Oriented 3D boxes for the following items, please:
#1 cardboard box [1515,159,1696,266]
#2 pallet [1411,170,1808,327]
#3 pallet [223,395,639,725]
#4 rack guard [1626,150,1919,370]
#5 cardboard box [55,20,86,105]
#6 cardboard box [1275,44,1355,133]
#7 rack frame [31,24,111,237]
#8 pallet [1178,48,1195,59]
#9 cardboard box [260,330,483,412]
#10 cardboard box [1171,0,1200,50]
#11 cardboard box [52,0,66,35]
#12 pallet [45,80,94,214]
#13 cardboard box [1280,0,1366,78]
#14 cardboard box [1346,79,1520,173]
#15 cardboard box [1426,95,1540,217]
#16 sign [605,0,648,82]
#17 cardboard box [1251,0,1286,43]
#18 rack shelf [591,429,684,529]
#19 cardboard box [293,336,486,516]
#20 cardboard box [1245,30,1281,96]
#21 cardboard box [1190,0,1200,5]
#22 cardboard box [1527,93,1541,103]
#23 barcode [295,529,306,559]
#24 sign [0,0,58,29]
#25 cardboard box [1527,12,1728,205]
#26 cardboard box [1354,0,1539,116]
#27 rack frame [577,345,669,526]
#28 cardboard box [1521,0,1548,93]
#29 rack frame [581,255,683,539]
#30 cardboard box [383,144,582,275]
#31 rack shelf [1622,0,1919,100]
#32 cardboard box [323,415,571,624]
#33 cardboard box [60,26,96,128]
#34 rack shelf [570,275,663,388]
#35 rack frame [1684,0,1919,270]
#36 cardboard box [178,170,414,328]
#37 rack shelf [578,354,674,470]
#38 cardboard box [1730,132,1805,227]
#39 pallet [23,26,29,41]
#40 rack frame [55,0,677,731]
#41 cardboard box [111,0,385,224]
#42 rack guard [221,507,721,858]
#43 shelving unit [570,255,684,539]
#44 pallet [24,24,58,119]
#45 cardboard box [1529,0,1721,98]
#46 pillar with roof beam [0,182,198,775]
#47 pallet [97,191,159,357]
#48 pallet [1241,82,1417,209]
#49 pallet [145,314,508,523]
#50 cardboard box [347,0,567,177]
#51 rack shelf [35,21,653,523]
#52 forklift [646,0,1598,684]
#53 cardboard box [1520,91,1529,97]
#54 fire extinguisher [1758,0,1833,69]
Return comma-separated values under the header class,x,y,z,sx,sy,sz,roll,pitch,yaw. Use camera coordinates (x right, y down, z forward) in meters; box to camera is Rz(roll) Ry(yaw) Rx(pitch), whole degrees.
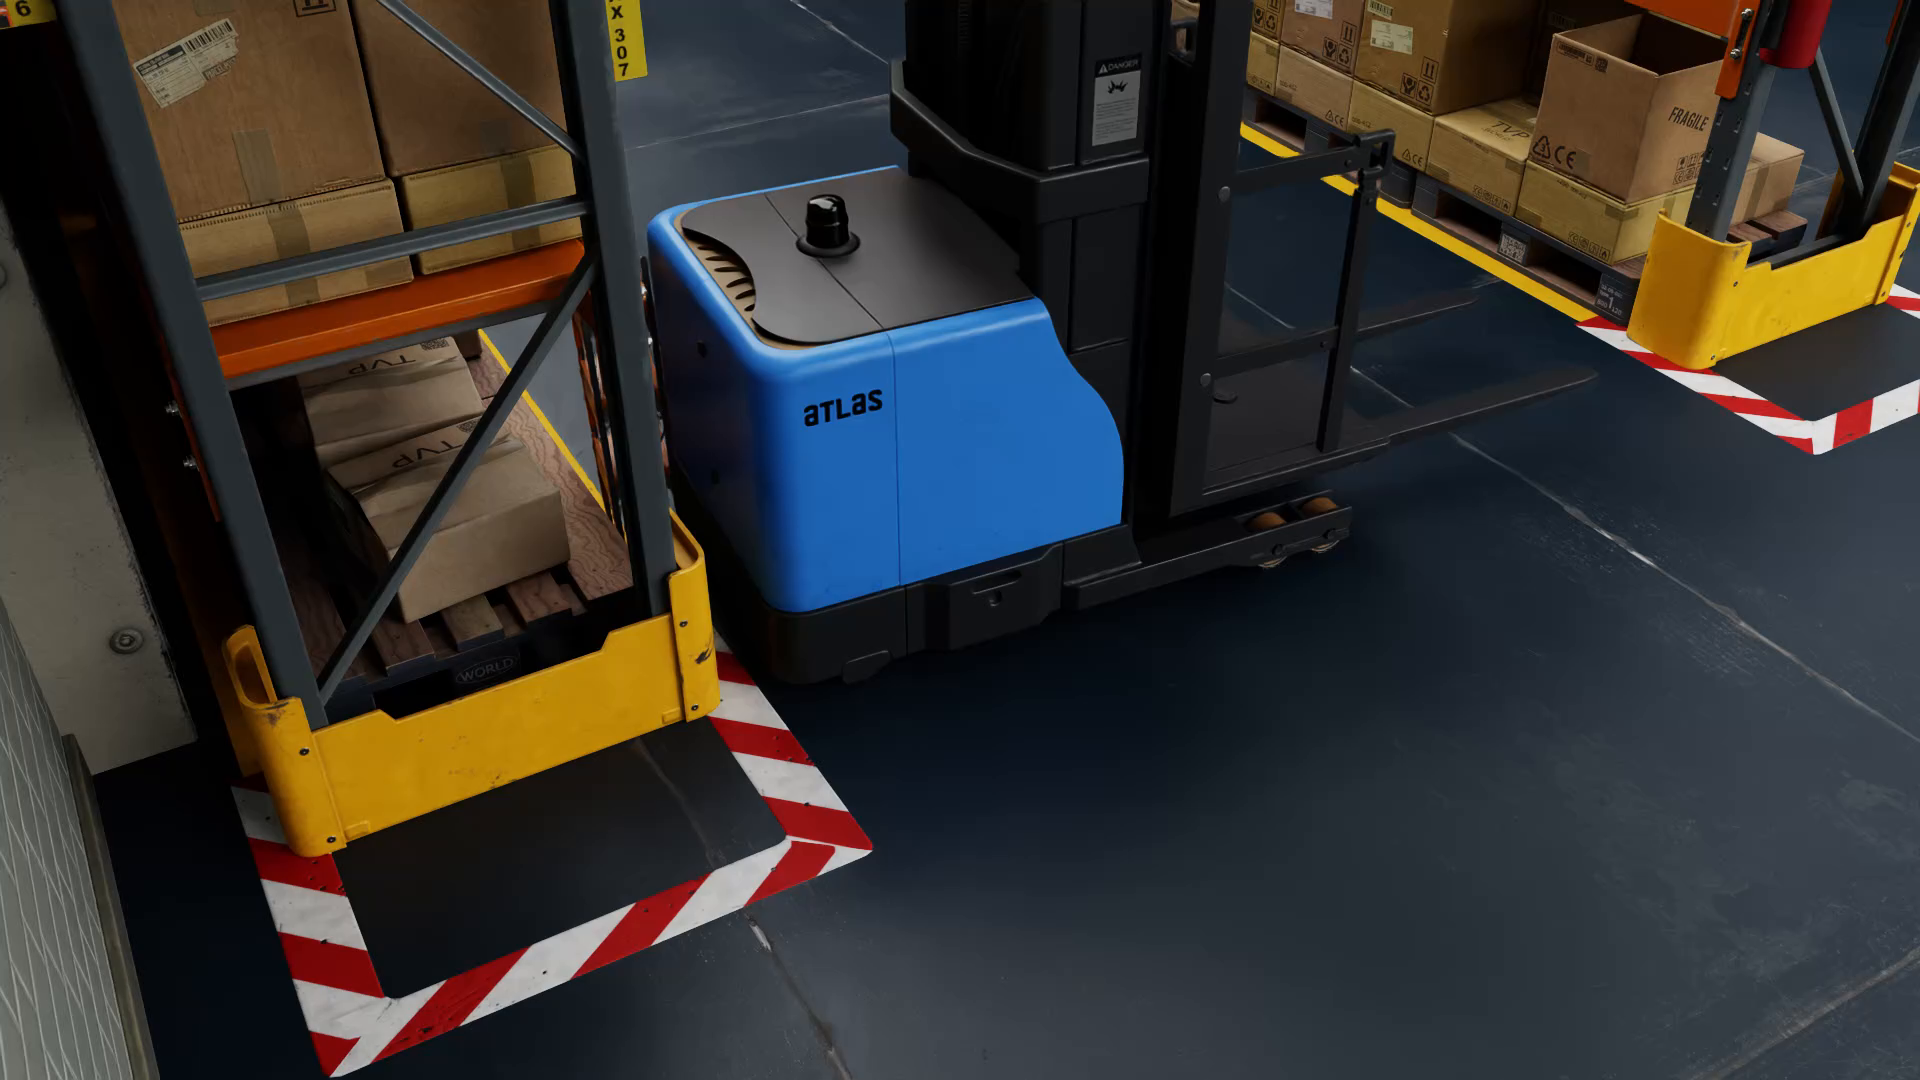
class,x,y,z,sx,sy,sz,roll,pitch,yaw
cardboard box,2.559,-1.339,6.516,0.500,0.250,0.500,-19,40,-24
pallet,2.664,-1.346,6.913,1.003,0.211,1.213,-19,40,-24
pallet,-1.613,0.038,5.019,1.003,0.211,1.213,-19,40,-24
rack guard,3.096,-1.072,6.295,1.175,0.500,0.348,-19,40,-24
cardboard box,-2.382,-1.526,4.907,0.500,0.250,0.500,-18,40,-23
cardboard box,1.795,-2.101,7.558,0.500,0.250,0.500,-19,40,-24
rack frame,-3.207,-2.664,6.355,1.000,3.000,0.127,-19,40,-24
pallet,1.438,-2.590,8.617,1.003,0.211,1.213,-19,40,-24
cardboard box,-2.079,-0.852,5.619,0.700,0.500,0.500,-22,41,-27
cardboard box,1.292,-2.610,8.256,0.500,0.250,0.500,-19,40,-24
cardboard box,-2.126,-1.574,4.336,0.500,0.500,0.500,-20,41,-25
pallet,-3.599,-1.935,7.720,1.003,0.211,1.213,-19,40,-24
cardboard box,1.792,-2.402,7.336,0.500,0.500,0.500,-19,40,-24
cardboard box,2.045,-1.845,7.208,0.500,0.250,0.500,-19,40,-24
cardboard box,2.298,-1.591,6.860,0.500,0.250,0.500,-19,40,-24
sign,-0.728,-1.135,3.527,0.100,0.325,0.005,-19,40,-24
cardboard box,1.539,-2.657,7.684,0.500,0.500,0.500,-19,40,-24
rack shelf,-0.985,-0.180,5.086,0.215,0.259,0.240,-13,40,-16
cardboard box,-1.753,-0.386,5.143,0.500,0.311,0.500,-16,39,-20
cardboard box,1.539,-2.354,7.905,0.500,0.250,0.500,-19,40,-24
cardboard box,1.295,-2.914,8.036,0.500,0.500,0.500,-19,40,-24
cardboard box,2.753,-1.747,7.073,0.500,0.250,0.500,-19,40,-24
barcode,-1.822,0.010,4.592,0.001,0.075,0.075,-19,40,-24
sign,-1.687,-1.065,2.916,0.100,0.325,0.005,-19,40,-24
cardboard box,2.557,-1.641,6.294,0.500,0.500,0.500,-19,40,-24
cardboard box,2.042,-2.147,6.986,0.500,0.500,0.500,-19,40,-24
rack frame,-1.030,-0.477,4.998,0.200,1.050,0.008,-13,40,-16
cardboard box,2.492,-2.301,7.197,0.500,0.500,0.500,-19,40,-24
rack frame,-0.943,-0.337,4.818,0.200,1.050,0.008,-13,40,-16
cardboard box,-1.168,-0.915,4.070,0.500,0.250,0.500,-20,41,-25
rack shelf,2.079,-2.824,7.183,1.077,0.370,4.000,-19,40,-24
cardboard box,-1.467,-0.096,4.745,0.500,0.311,0.500,-24,42,-29
cardboard box,-2.126,-1.269,4.555,0.500,0.250,0.500,-19,40,-24
rack shelf,-0.988,-0.622,4.740,0.215,0.259,0.240,-13,40,-16
rack frame,3.084,-2.094,5.574,1.000,3.000,0.127,-19,40,-24
cardboard box,-1.600,-0.753,3.848,0.500,0.250,0.500,-18,40,-23
rack shelf,-0.987,-0.399,4.915,0.215,0.259,0.240,-13,40,-16
cardboard box,3.007,-1.493,6.726,0.500,0.250,0.500,-19,40,-24
pallet,-4.825,-3.179,9.424,1.003,0.211,1.213,-19,40,-24
rack frame,-1.197,-0.624,3.562,1.000,3.000,0.127,-19,40,-24
cardboard box,-1.618,-1.052,3.622,0.500,0.500,0.500,-19,40,-24
rack guard,-1.235,0.346,4.352,1.175,0.500,0.348,-19,40,-24
shelving unit,-0.987,-0.407,4.908,0.215,1.050,0.252,-13,40,-16
pallet,-4.216,-2.558,8.573,1.003,0.211,1.213,-19,40,-24
cardboard box,2.754,-2.050,6.853,0.500,0.500,0.500,-19,40,-24
pillar with roof beam,1.426,-4.423,3.677,9.100,9.000,0.400,-19,40,-24
pallet,-2.839,-1.206,6.722,1.003,0.211,1.213,-19,40,-24
pallet,2.055,-1.967,7.764,1.003,0.211,1.213,-19,40,-24
pallet,-2.222,-0.583,5.870,1.003,0.211,1.213,-19,40,-24
cardboard box,-1.177,-1.207,3.834,0.500,0.500,0.500,-19,40,-24
rack shelf,-2.202,-1.354,5.170,1.077,0.370,4.000,-19,40,-24
forklift,0.656,-1.366,4.635,3.031,2.935,1.130,-15,39,-20
cardboard box,2.502,-2.002,7.423,0.500,0.250,0.500,-19,40,-24
fire extinguisher,2.742,-1.865,5.326,0.296,0.674,0.183,-19,40,-24
